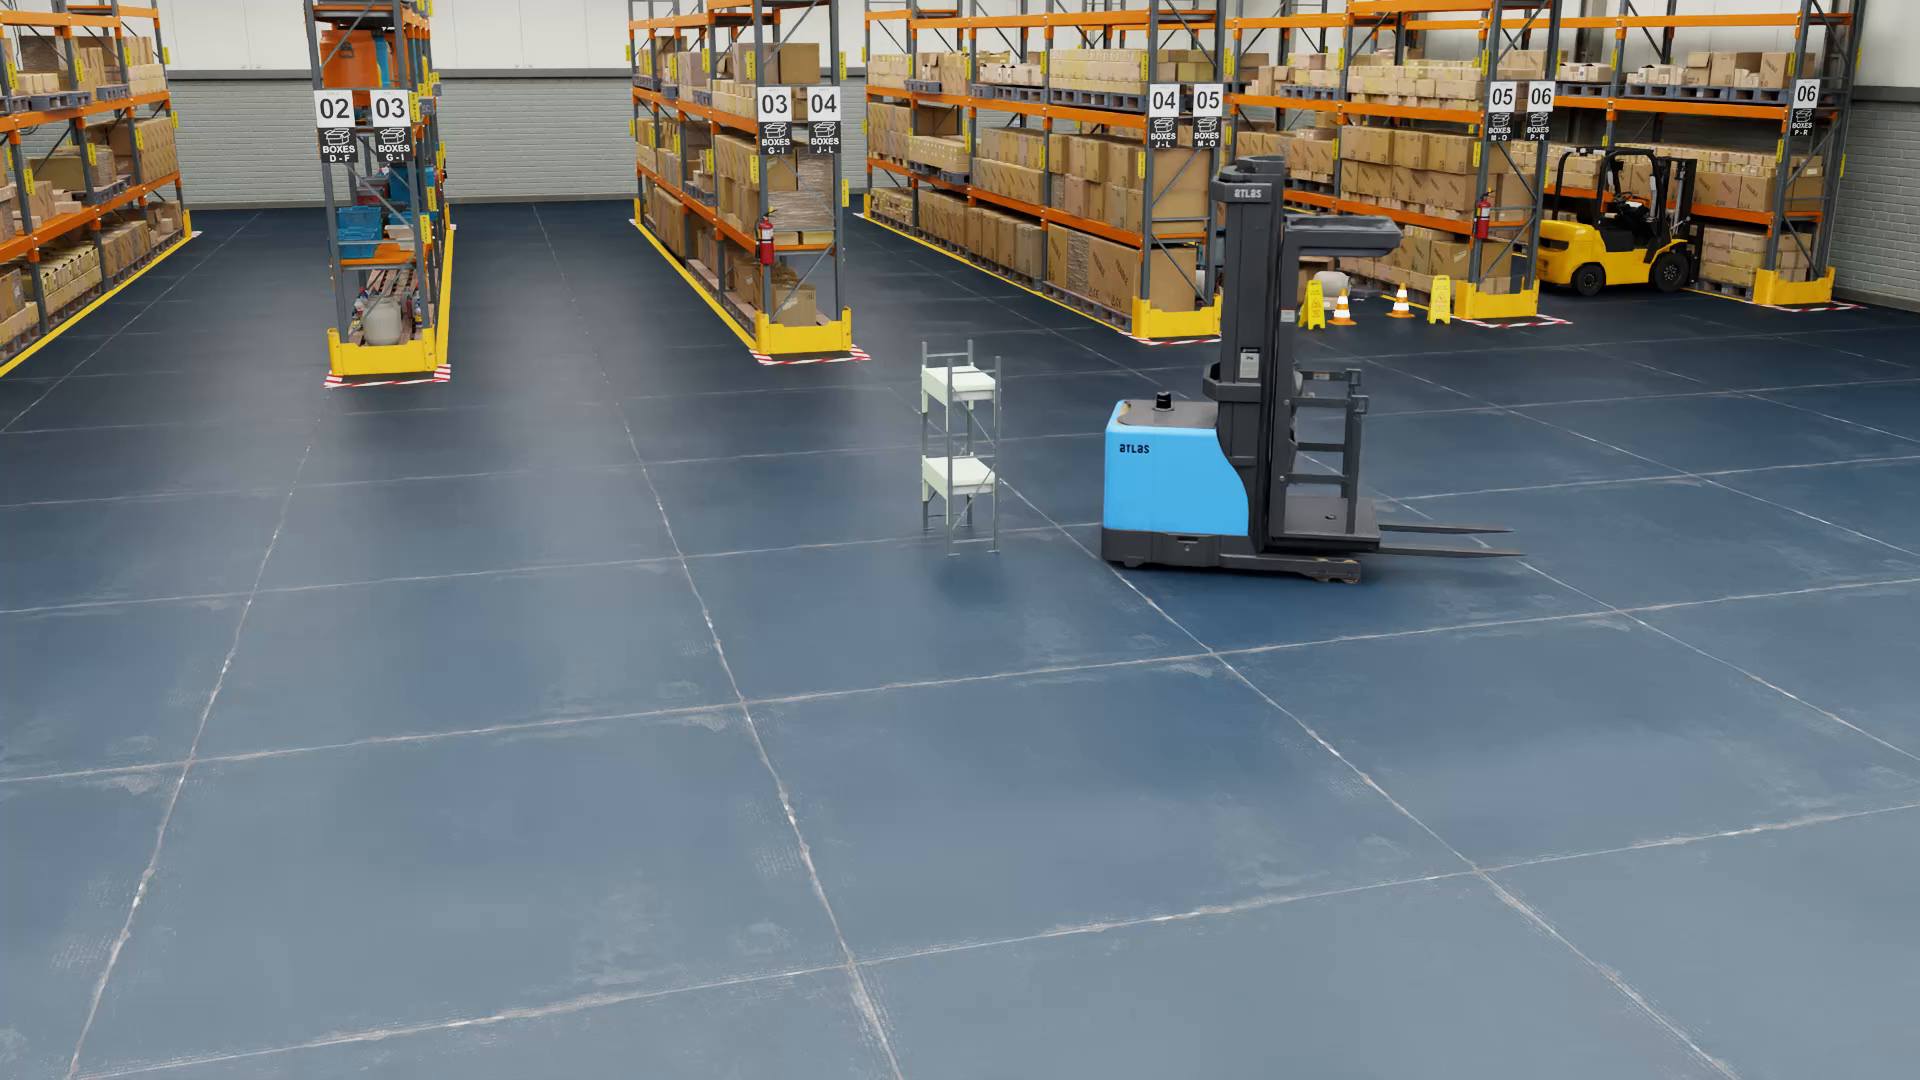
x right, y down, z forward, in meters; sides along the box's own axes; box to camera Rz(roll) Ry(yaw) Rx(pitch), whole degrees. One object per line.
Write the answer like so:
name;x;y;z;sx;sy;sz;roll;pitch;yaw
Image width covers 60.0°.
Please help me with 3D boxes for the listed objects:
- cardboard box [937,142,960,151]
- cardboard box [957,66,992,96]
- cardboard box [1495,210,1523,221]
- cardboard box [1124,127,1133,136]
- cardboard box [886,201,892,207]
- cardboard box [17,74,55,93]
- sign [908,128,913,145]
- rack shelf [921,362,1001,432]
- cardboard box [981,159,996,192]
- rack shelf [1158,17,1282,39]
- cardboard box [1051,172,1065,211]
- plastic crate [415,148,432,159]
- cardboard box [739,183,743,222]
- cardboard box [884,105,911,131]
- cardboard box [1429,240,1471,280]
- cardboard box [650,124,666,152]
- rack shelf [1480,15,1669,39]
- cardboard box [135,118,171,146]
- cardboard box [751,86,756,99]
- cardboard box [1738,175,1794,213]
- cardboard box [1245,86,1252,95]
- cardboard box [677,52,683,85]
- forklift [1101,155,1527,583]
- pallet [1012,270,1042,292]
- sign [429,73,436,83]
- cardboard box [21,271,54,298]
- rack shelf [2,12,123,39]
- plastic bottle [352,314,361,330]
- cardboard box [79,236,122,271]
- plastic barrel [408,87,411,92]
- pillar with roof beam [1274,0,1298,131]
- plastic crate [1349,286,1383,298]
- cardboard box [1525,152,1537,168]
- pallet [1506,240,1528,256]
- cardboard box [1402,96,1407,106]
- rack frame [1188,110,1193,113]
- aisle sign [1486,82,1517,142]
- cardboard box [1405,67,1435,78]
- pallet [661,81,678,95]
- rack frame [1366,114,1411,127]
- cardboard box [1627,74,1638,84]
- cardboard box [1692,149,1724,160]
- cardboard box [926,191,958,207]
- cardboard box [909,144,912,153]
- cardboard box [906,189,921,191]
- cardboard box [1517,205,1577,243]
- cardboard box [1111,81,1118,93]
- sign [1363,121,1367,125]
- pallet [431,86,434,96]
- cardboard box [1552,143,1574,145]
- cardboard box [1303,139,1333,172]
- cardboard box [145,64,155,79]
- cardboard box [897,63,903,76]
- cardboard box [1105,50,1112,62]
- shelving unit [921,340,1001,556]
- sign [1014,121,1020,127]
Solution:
cardboard box;-0.194;-7.131;30.149;0.380;0.149;0.250;-5;17;-15
cardboard box;0.257;-8.005;29.000;0.500;0.500;0.500;-5;17;-15
cardboard box;7.694;-4.579;23.419;0.380;0.149;0.250;-5;17;-15
cardboard box;3.763;-8.685;34.739;0.500;0.500;0.500;-5;17;-16
cardboard box;-1.340;-7.122;35.157;0.380;0.149;0.250;-6;18;-18
cardboard box;-13.325;-6.538;23.819;0.500;0.250;0.500;-4;17;-14
sign;-0.961;-7.859;32.396;0.100;0.325;0.005;-5;17;-15
rack shelf;0.002;-1.090;12.618;0.431;0.370;0.720;-5;17;-15
cardboard box;0.664;-6.145;28.020;0.500;0.500;0.500;-5;17;-16
rack shelf;4.840;-9.692;31.522;1.077;0.370;4.000;-5;17;-15
cardboard box;1.870;-5.247;24.945;0.875;0.550;0.550;-5;17;-15
plastic crate;-10.005;-7.060;31.024;0.402;0.464;0.583;-5;17;-15
cardboard box;-2.414;-4.421;21.765;0.875;0.500;0.500;-5;17;-15
cardboard box;-1.263;-8.694;34.253;0.500;0.500;0.500;-5;18;-17
cardboard box;7.117;-4.034;23.912;0.500;0.500;0.500;-5;17;-15
cardboard box;-5.622;-7.661;31.682;0.500;0.500;0.500;-4;17;-14
rack shelf;10.711;-8.979;29.149;1.077;0.370;4.000;-5;17;-15
cardboard box;-15.337;-7.735;31.576;0.500;0.500;0.500;-4;17;-14
cardboard box;-2.317;-5.414;20.114;0.380;0.149;0.250;-5;17;-15
cardboard box;11.972;-5.146;24.695;0.500;0.500;0.500;-5;17;-16
cardboard box;5.313;-8.018;29.652;0.380;0.149;0.250;-5;17;-15
cardboard box;-4.257;-7.592;26.756;0.500;0.500;0.500;-5;17;-15
forklift;2.607;-1.259;12.047;3.031;2.935;1.130;3;17;10
pallet;1.473;-4.148;26.395;1.003;0.211;1.213;-5;17;-15
sign;-9.471;-8.217;29.864;0.100;0.325;0.005;-5;17;-15
cardboard box;-12.440;-3.417;22.188;0.500;0.311;0.500;-5;17;-15
rack shelf;-14.215;-8.127;26.310;1.077;0.370;4.000;-5;17;-15
plastic bottle;-7.629;-2.758;21.019;0.097;0.201;0.097;0;17;0
cardboard box;-13.664;-4.543;26.442;0.500;0.500;0.500;-5;18;-17
plastic barrel;-8.327;-6.664;24.949;0.301;0.262;0.301;0;17;0
pillar with roof beam;3.949;-12.758;39.783;9.100;9.000;0.400;-5;17;-15
plastic crate;6.132;-3.798;25.458;0.402;0.080;0.583;-12;20;-34
cardboard box;10.476;-6.797;29.757;0.500;0.250;0.500;-4;17;-14
pallet;10.681;-5.292;30.204;1.003;0.211;1.213;-5;17;-15
cardboard box;6.762;-6.479;24.530;0.380;0.149;0.250;-5;17;-15
rack frame;4.290;-7.908;34.066;1.000;3.000;0.127;-5;17;-15
aisle sign;7.326;-5.794;22.508;0.394;0.787;0.004;-5;17;-15
cardboard box;6.768;-6.857;24.403;0.380;0.149;0.250;-4;17;-14
pallet;-4.939;-8.220;30.222;0.805;0.209;1.217;-5;18;-17
rack frame;9.062;-8.302;35.376;1.000;3.000;0.127;-5;17;-15
cardboard box;11.092;-7.506;27.046;0.380;0.149;0.250;-4;17;-14
cardboard box;11.631;-5.990;25.860;0.380;0.149;0.250;-4;17;-14
cardboard box;-0.344;-6.480;31.622;0.500;0.250;0.500;-4;17;-14
cardboard box;-0.775;-7.567;32.119;0.380;0.149;0.250;-4;17;-14
cardboard box;-0.944;-7.454;35.745;0.380;0.149;0.250;-5;17;-16
cardboard box;10.692;-5.719;30.176;0.875;0.625;0.625;-5;18;-18
cardboard box;2.230;-6.011;22.068;0.380;0.149;0.250;-5;17;-15
sign;8.542;-8.672;35.101;0.100;0.325;0.005;-5;17;-15
pallet;-9.017;-7.192;26.796;1.003;0.211;1.213;-5;17;-15
cardboard box;10.885;-7.057;29.930;0.380;0.149;0.250;-4;17;-14
cardboard box;6.004;-6.334;27.403;0.500;0.500;0.500;-5;17;-15
cardboard box;-15.206;-8.655;30.728;0.500;0.250;0.500;-5;17;-15
cardboard box;-0.945;-9.346;33.029;0.500;0.250;0.500;-5;18;-18
cardboard box;2.160;-6.464;22.190;0.380;0.149;0.250;-5;17;-15
shelving unit;0.002;-0.716;12.730;0.431;1.500;0.755;-5;17;-15
sign;1.556;-10.715;42.940;0.327;0.218;0.001;-5;17;-15
